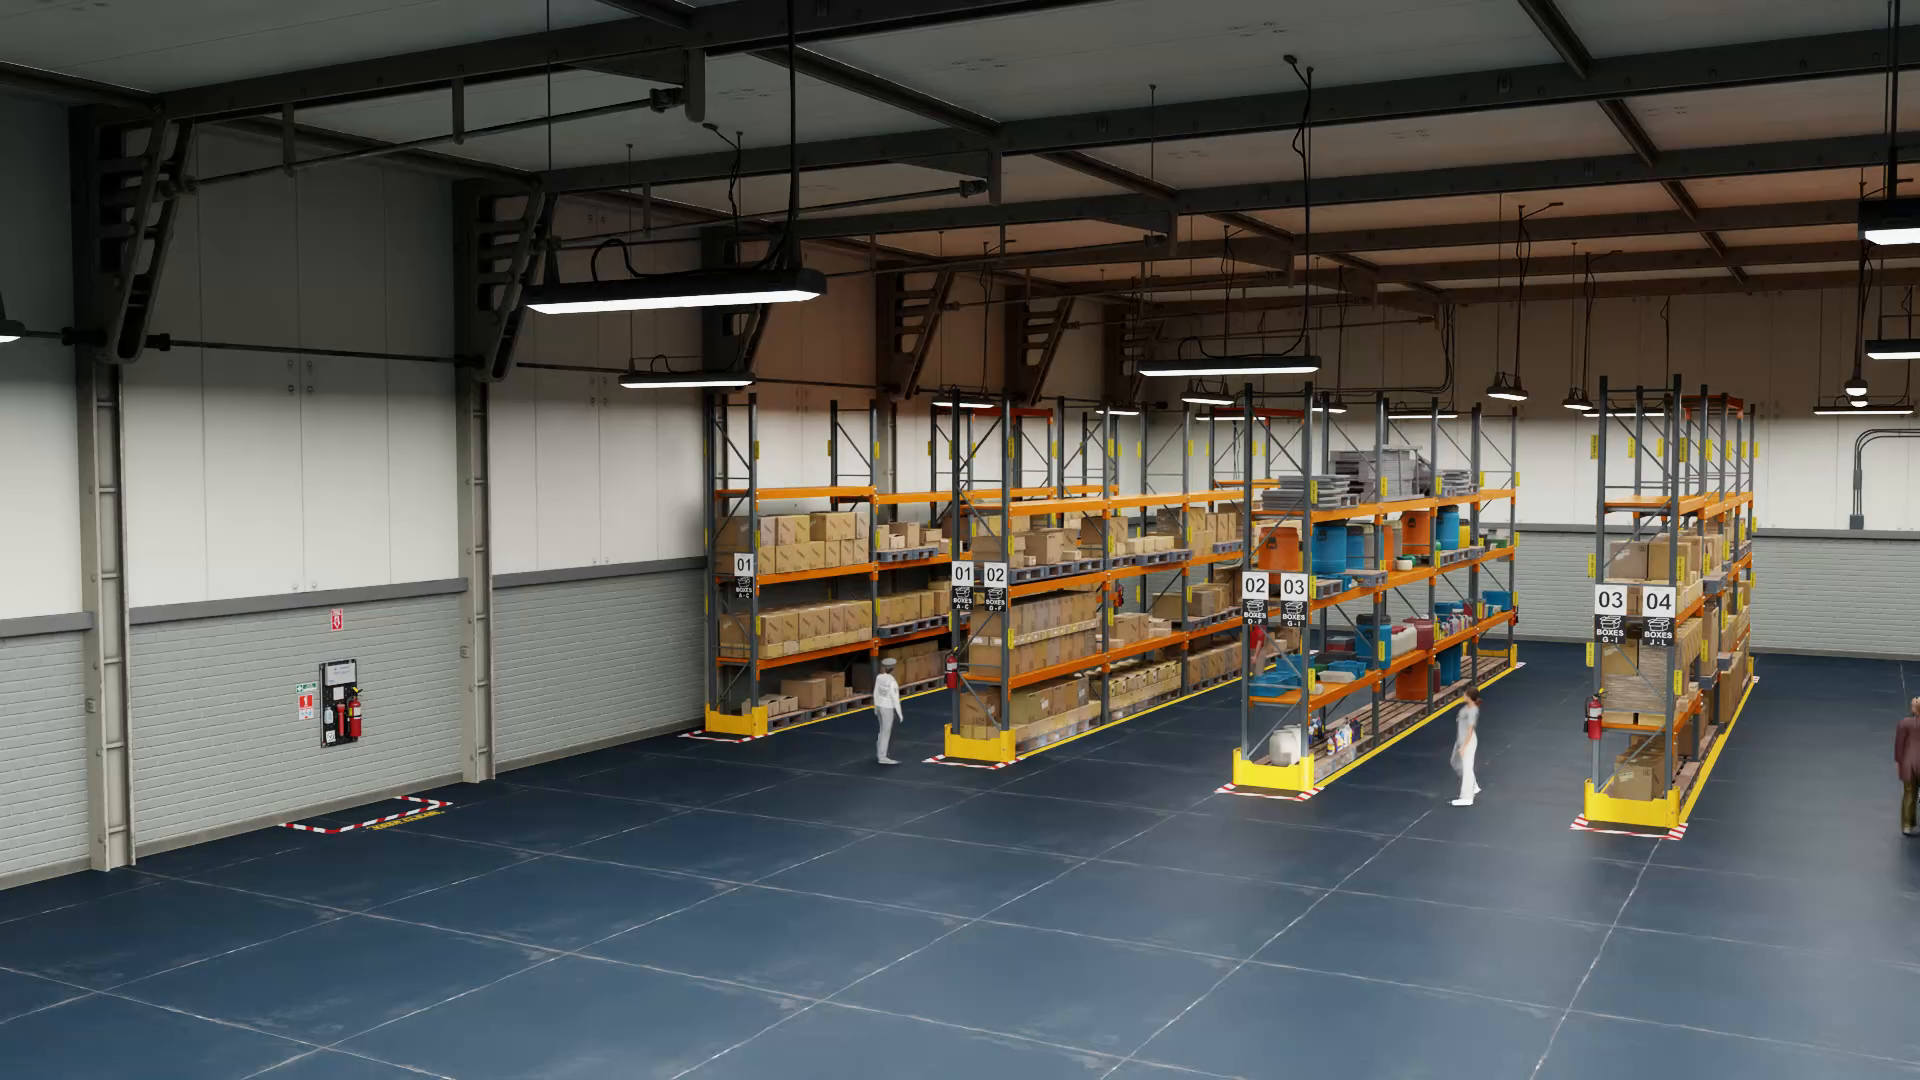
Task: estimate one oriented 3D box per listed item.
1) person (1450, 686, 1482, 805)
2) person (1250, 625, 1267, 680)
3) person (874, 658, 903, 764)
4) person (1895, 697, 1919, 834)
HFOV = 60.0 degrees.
[{"bbox_3d":[7.161,2.890,23.540,0.483,1.664,0.557,0,3,1],"label":"person"},{"bbox_3d":[5.989,2.352,33.428,0.383,1.762,0.570,0,3,-8],"label":"person"},{"bbox_3d":[-1.188,2.748,26.674,0.444,1.714,0.643,-2,4,-29],"label":"person"},{"bbox_3d":[12.494,2.951,21.613,0.511,1.827,0.623,-2,4,-31],"label":"person"}]
